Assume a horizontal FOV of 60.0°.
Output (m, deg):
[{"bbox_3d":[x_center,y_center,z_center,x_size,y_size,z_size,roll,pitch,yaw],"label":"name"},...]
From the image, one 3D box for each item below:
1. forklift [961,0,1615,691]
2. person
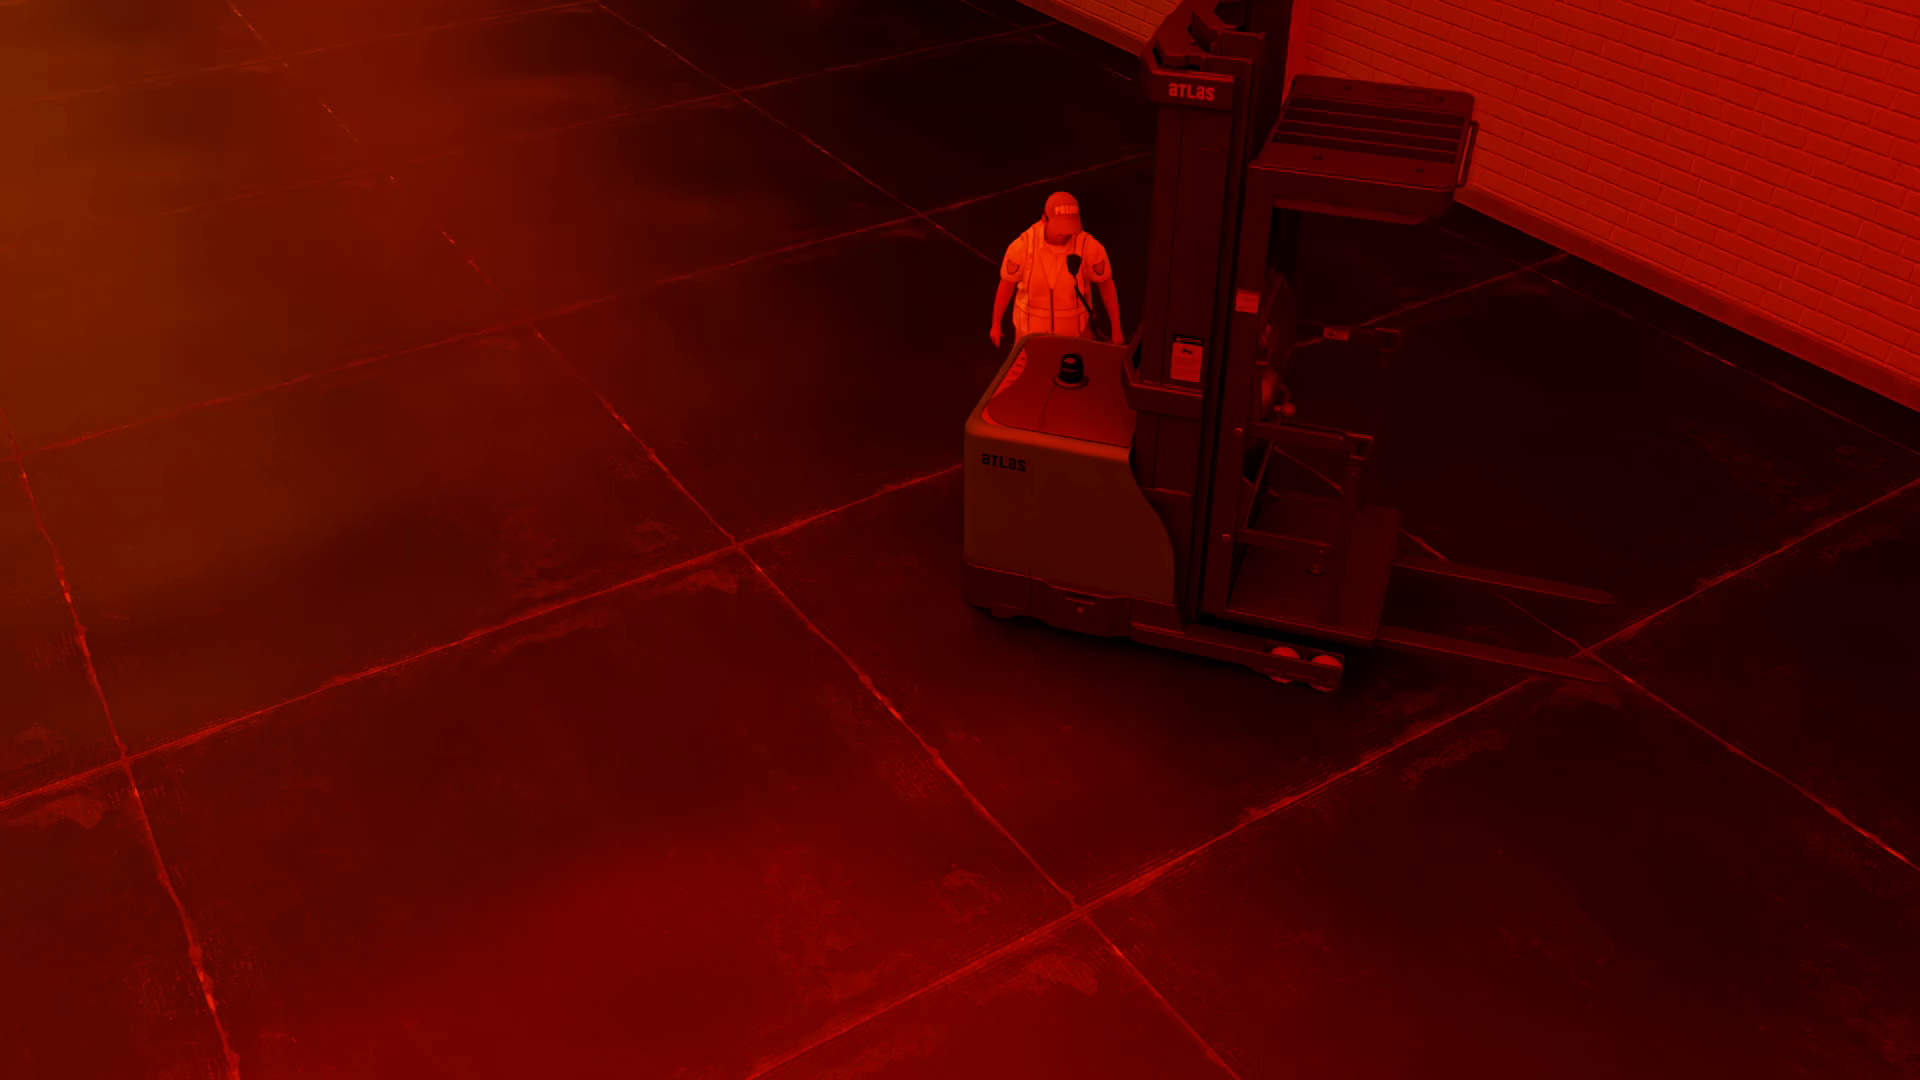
[{"bbox_3d":[1.581,-0.844,7.349,3.031,2.935,1.130,11,37,15],"label":"forklift"},{"bbox_3d":[0.541,-1.097,8.840,0.778,1.640,0.459,2,35,3],"label":"person"}]
